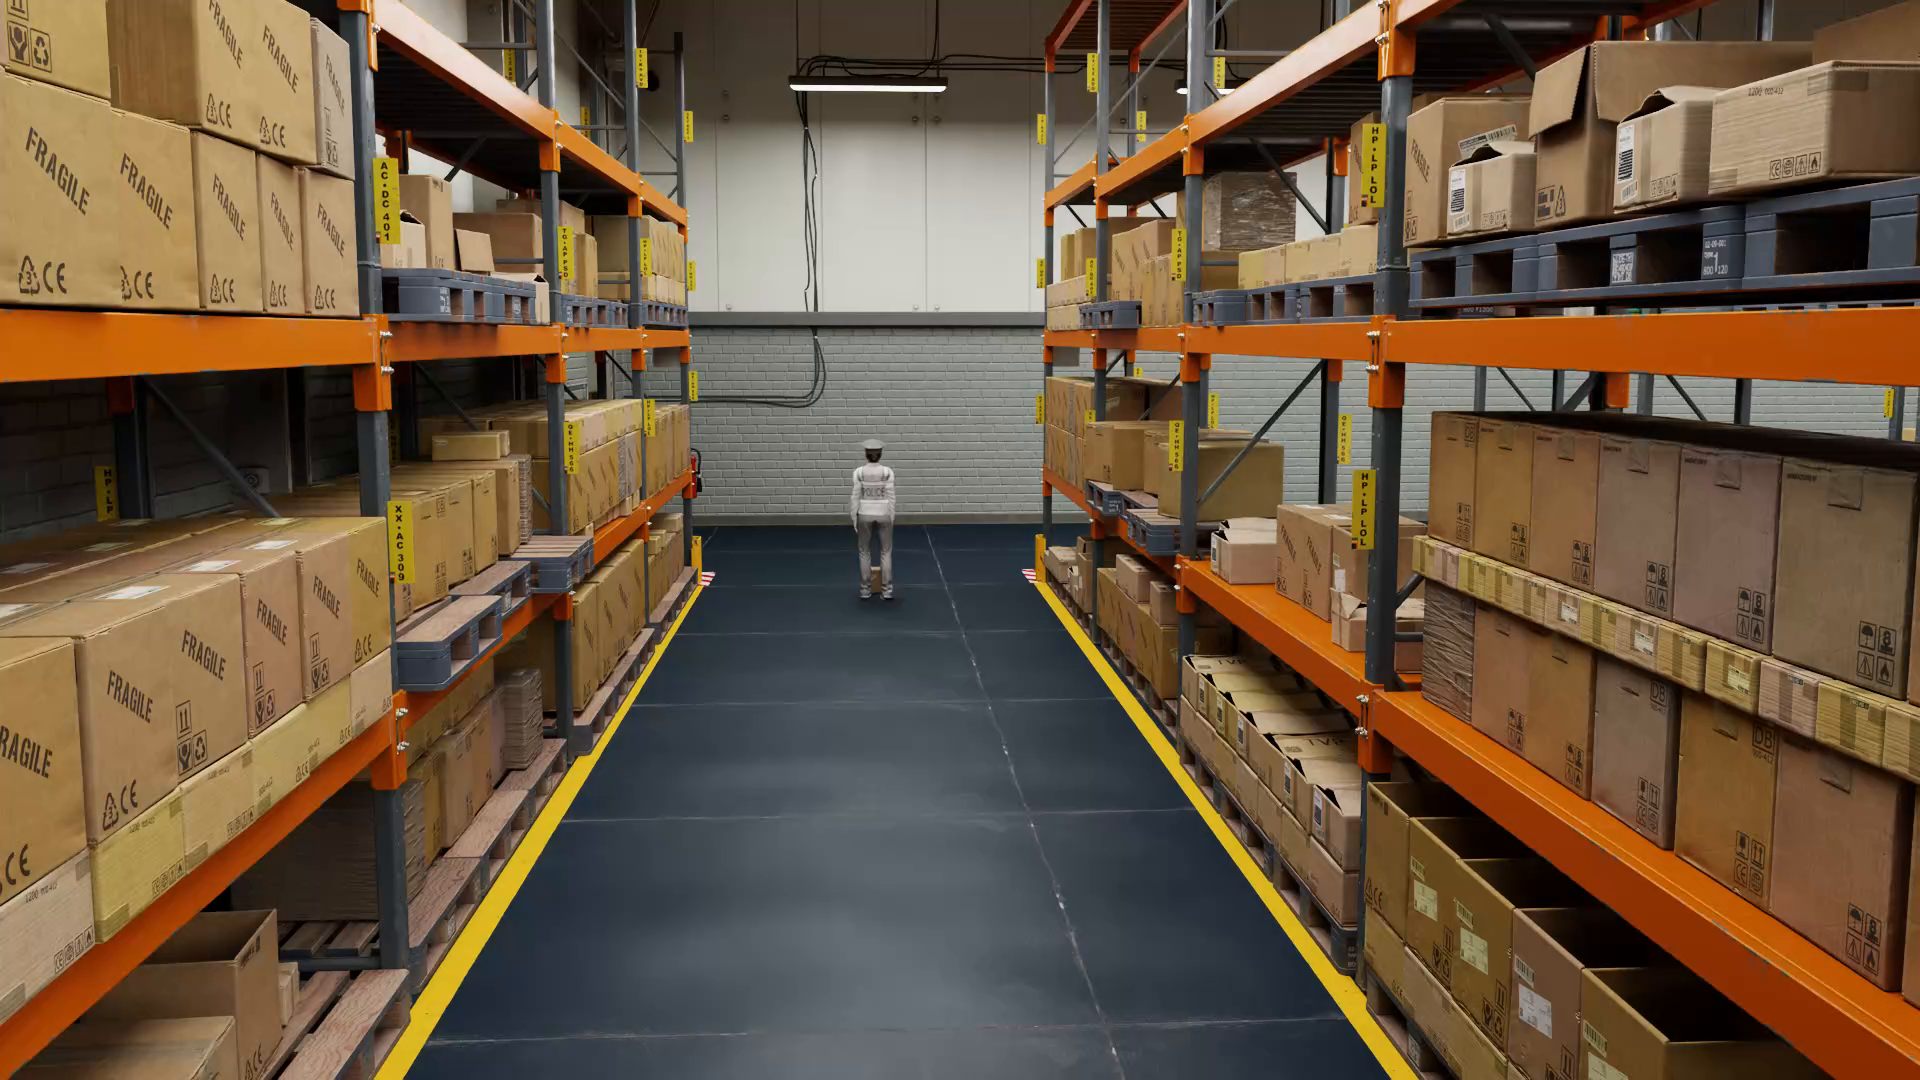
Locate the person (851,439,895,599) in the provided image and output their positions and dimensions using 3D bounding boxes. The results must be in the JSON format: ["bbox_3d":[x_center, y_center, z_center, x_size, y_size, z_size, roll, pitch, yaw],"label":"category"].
[{"bbox_3d":[-0.912,-0.210,17.477,0.466,1.696,0.342,0,7,-2],"label":"person"}]
